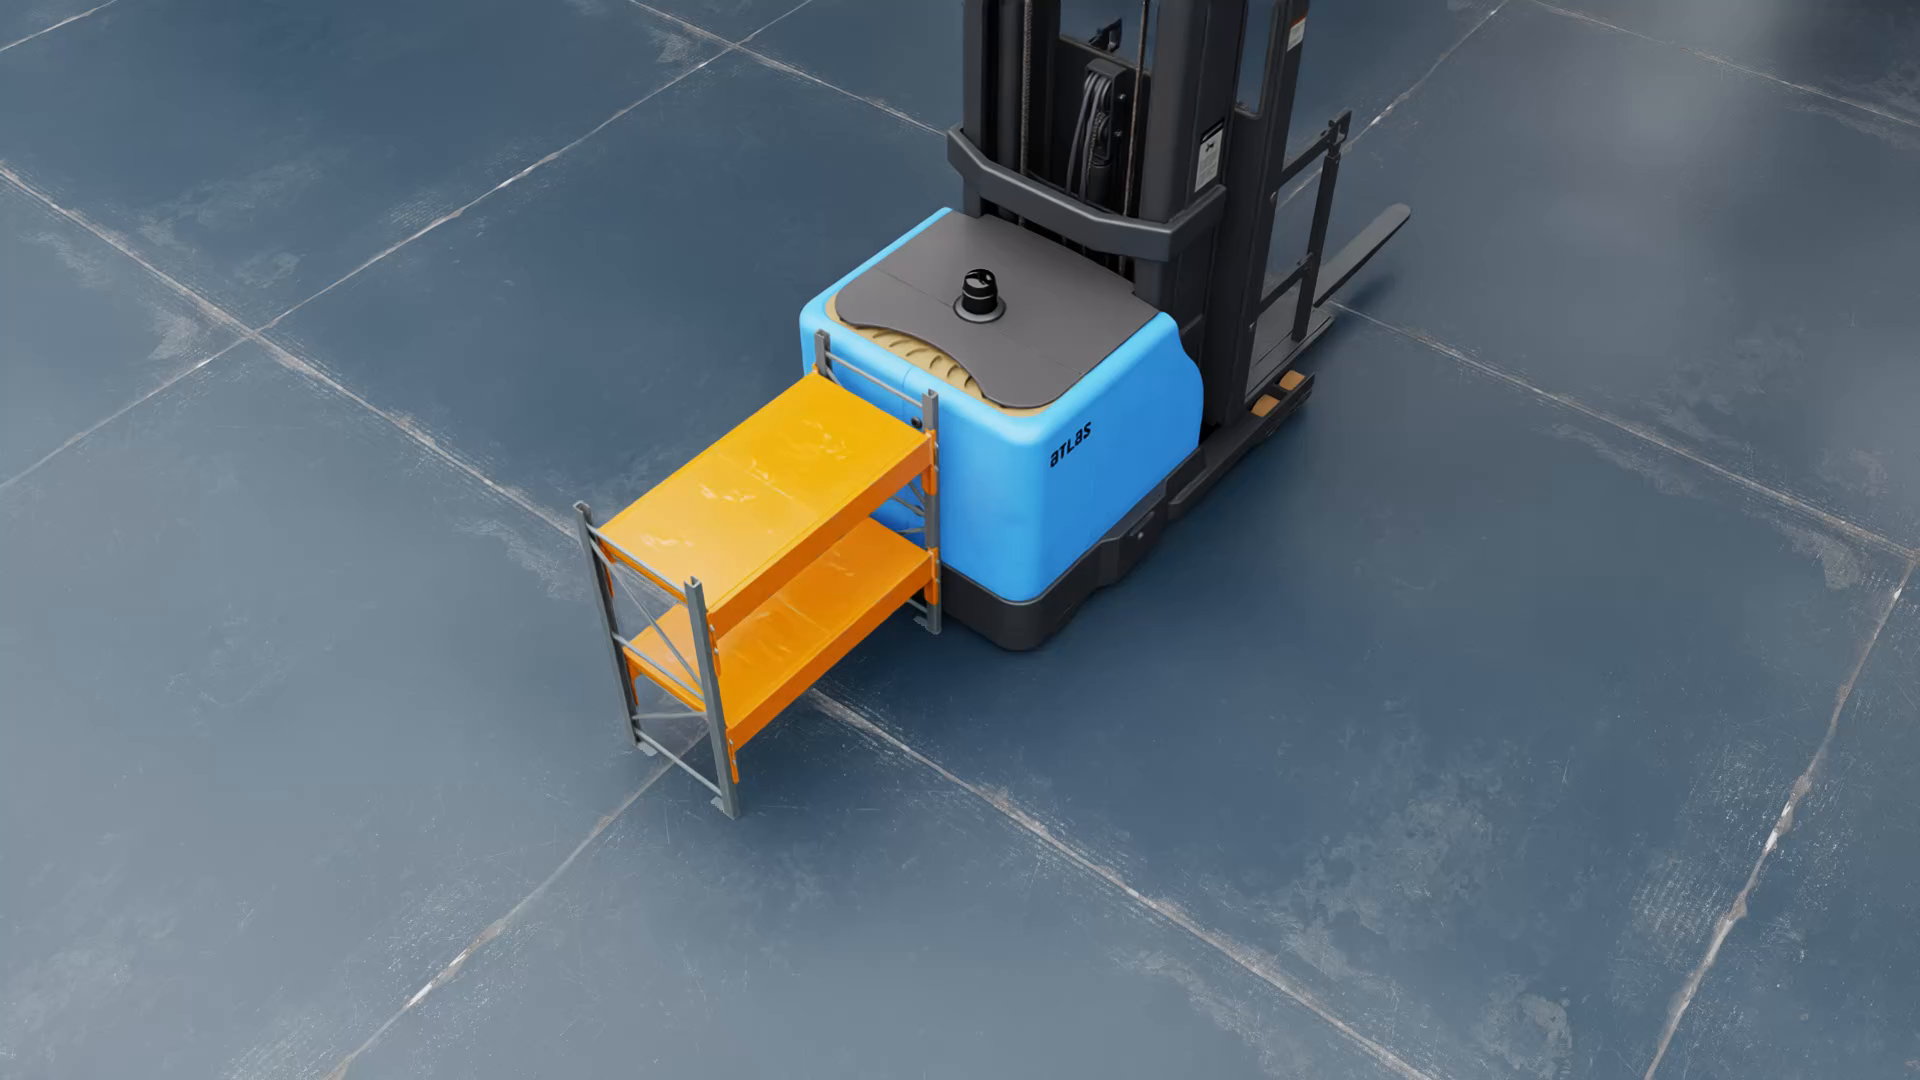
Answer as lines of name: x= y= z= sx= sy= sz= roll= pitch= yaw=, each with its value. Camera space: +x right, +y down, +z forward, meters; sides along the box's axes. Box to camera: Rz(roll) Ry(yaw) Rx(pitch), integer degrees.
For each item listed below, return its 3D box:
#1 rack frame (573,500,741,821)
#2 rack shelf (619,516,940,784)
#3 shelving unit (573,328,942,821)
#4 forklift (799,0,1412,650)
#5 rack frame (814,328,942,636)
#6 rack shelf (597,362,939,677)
rack frame: x=-0.914 y=0.397 z=5.093 sx=0.500 sy=1.125 sz=0.032 roll=31 pitch=54 yaw=26
rack shelf: x=-0.591 y=0.282 z=5.541 sx=0.538 sy=0.278 sz=1.000 roll=31 pitch=54 yaw=26
shelving unit: x=-0.591 y=0.113 z=5.364 sx=0.538 sy=1.125 sz=1.048 roll=31 pitch=54 yaw=26
forklift: x=0.775 y=-1.633 z=5.783 sx=1.130 sy=2.935 sz=3.031 roll=31 pitch=54 yaw=26
rack frame: x=-0.267 y=-0.170 z=5.635 sx=0.500 sy=1.125 sz=0.032 roll=31 pitch=54 yaw=26
rack shelf: x=-0.591 y=-0.089 z=5.152 sx=0.538 sy=0.278 sz=1.000 roll=31 pitch=54 yaw=26
